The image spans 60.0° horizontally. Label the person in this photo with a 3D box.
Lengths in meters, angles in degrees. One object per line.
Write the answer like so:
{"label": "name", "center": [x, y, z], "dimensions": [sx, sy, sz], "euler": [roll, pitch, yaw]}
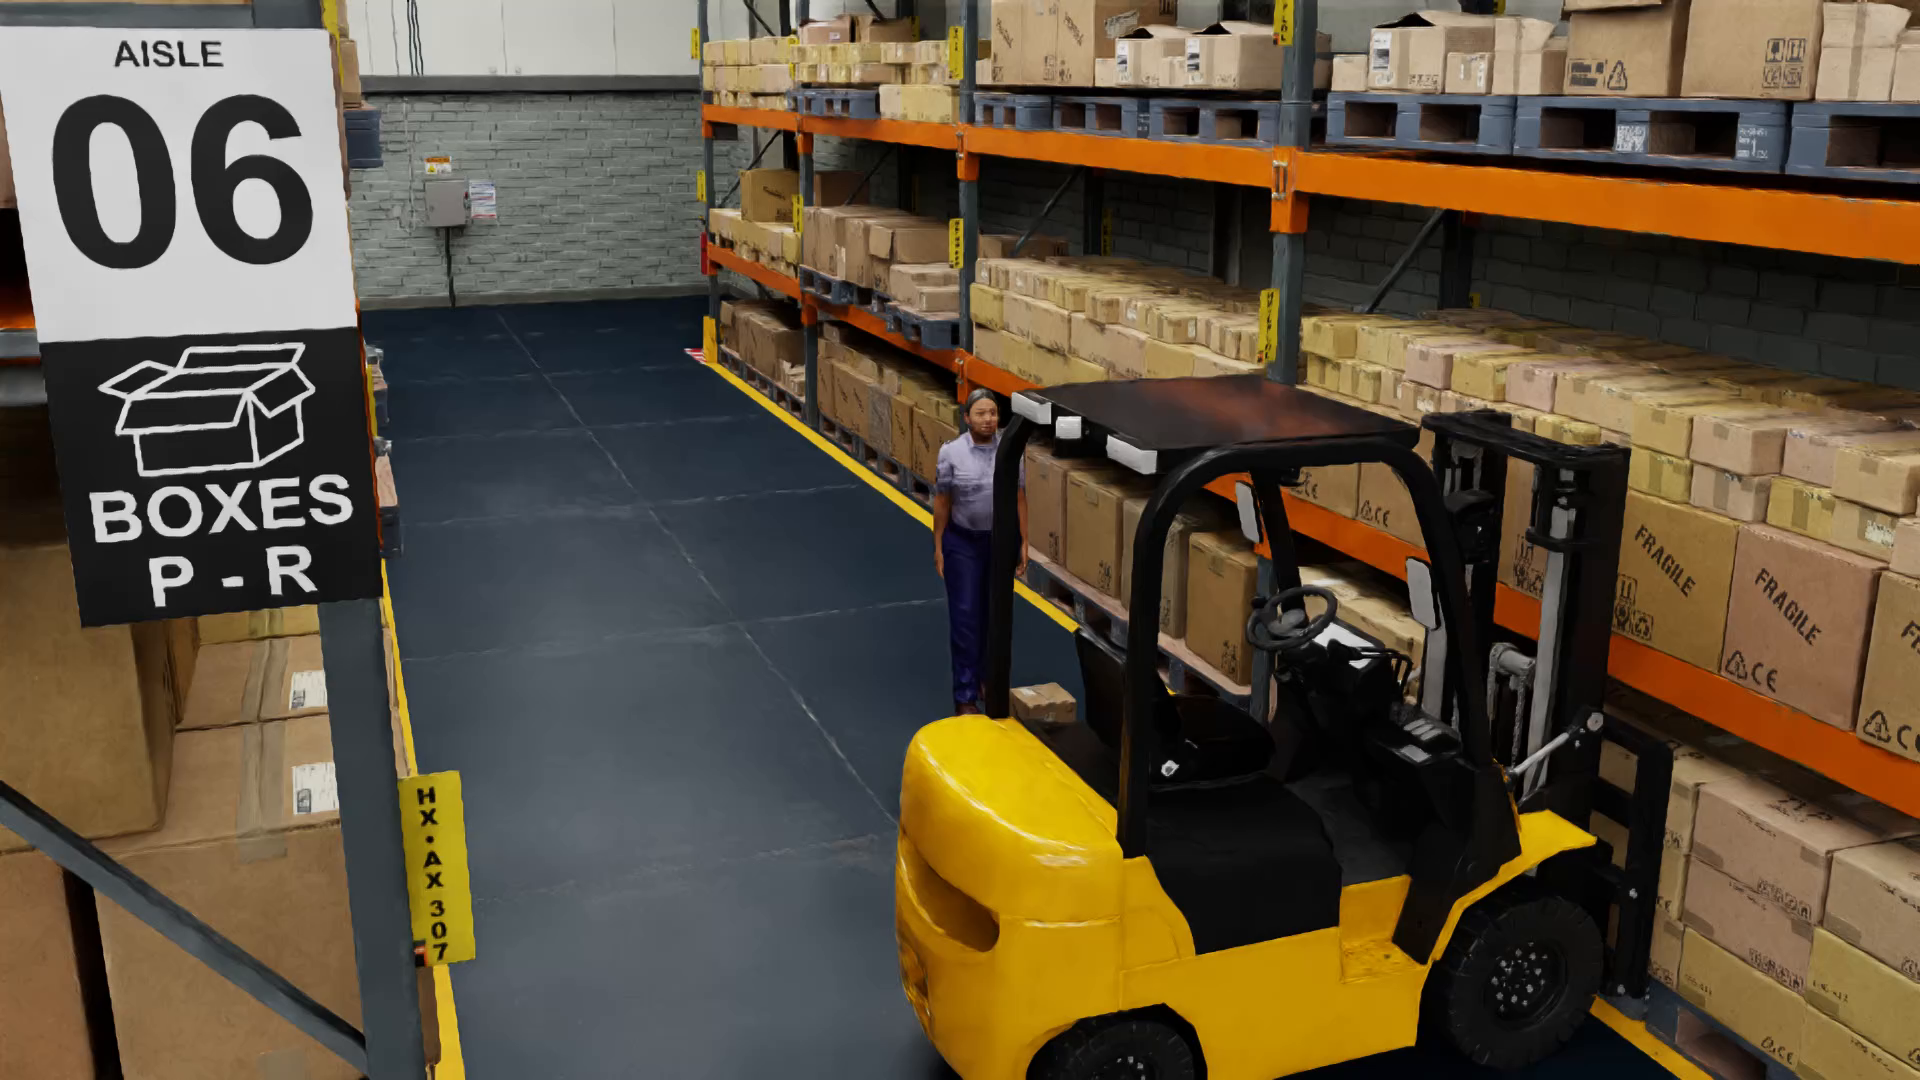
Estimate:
{"label": "person", "center": [0.150, 0.079, 8.287], "dimensions": [0.483, 1.624, 0.694], "euler": [-5, 17, -19]}
